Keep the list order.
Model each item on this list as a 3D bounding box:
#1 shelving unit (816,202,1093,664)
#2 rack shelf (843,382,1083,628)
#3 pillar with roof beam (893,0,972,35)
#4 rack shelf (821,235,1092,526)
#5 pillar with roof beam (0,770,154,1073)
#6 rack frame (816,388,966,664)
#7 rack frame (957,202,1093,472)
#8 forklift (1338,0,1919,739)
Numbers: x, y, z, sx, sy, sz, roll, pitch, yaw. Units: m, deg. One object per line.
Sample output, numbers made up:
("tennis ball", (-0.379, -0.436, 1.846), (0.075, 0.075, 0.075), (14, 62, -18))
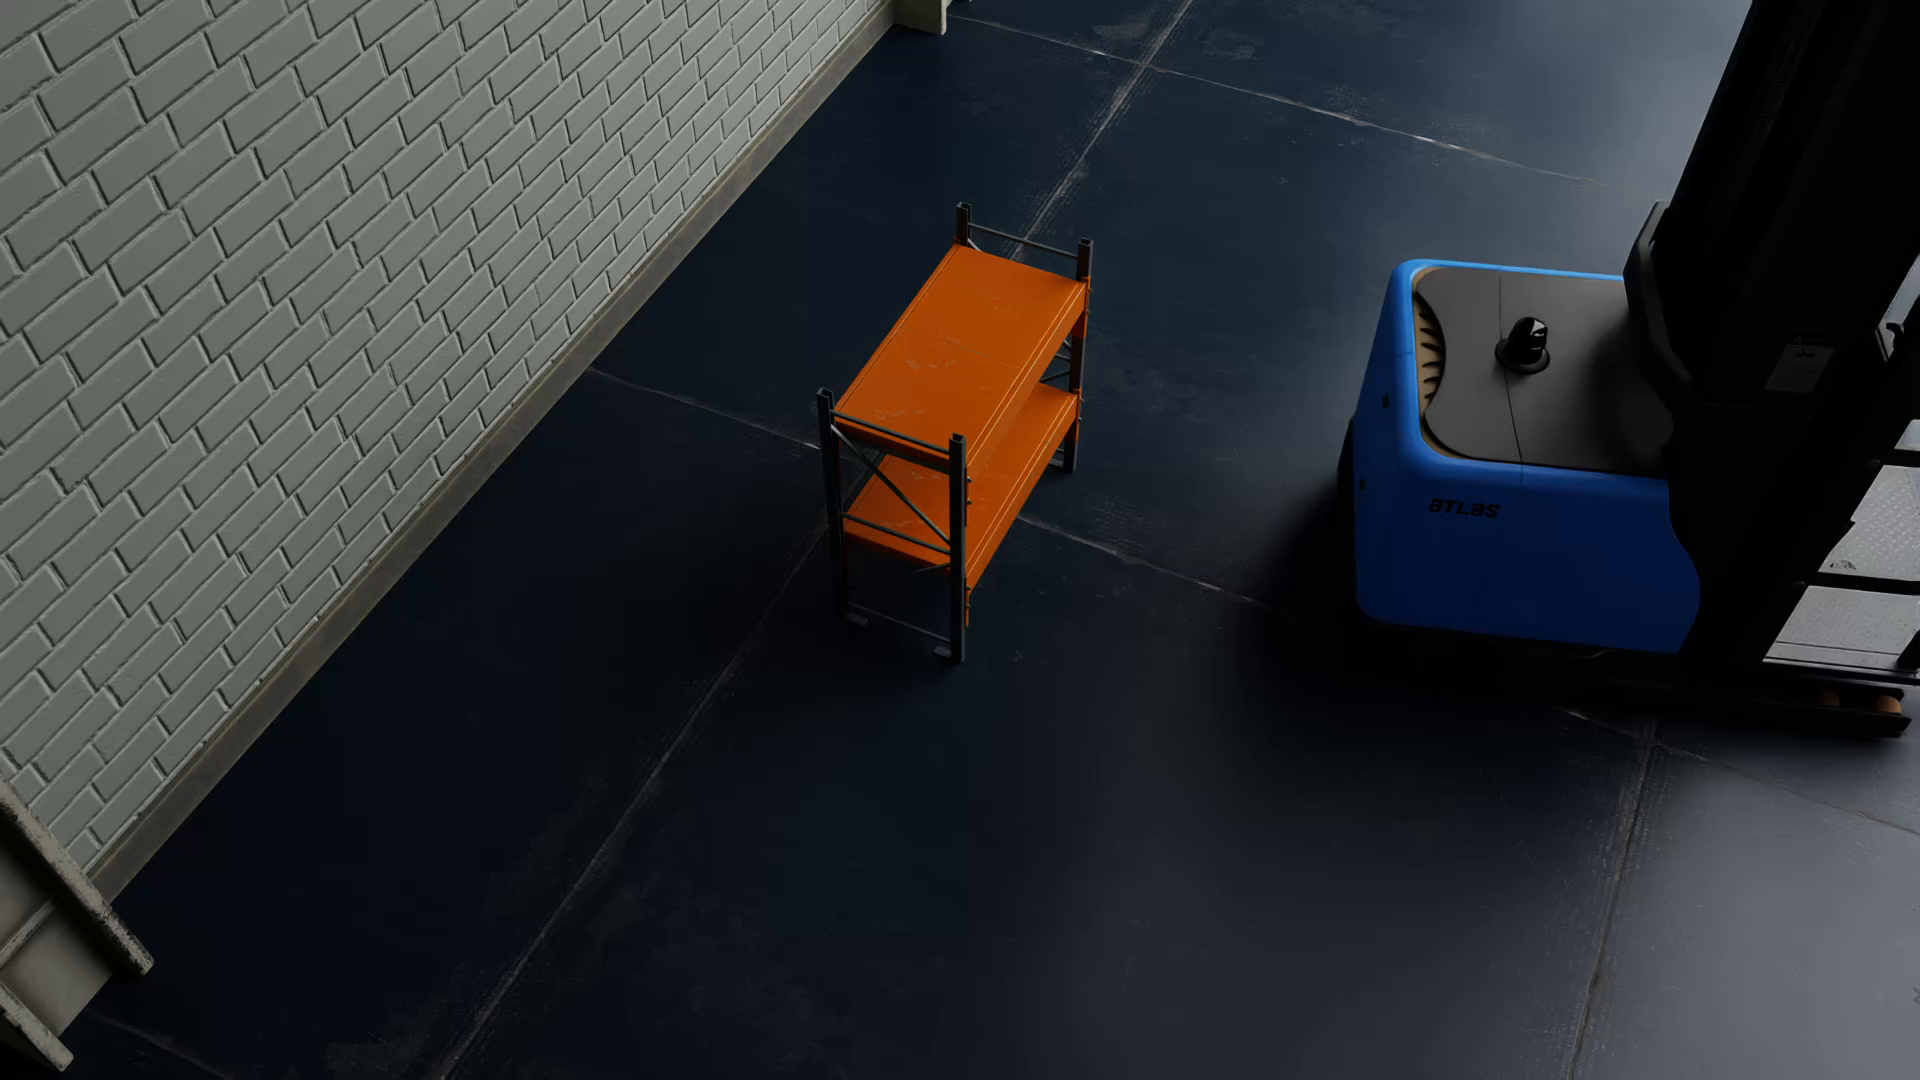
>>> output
("shelving unit", (0.003, -0.369, 5.826), (0.538, 1.125, 1.048), (20, 52, 16))
("rack shelf", (0.003, -0.211, 6.012), (0.538, 0.278, 1.000), (20, 52, 16))
("pillar with roof beam", (3.745, -4.258, 3.965), (9.100, 9.000, 0.400), (20, 52, 16))
("rack shelf", (0.003, -0.559, 5.603), (0.538, 0.278, 1.000), (20, 52, 16))
("pillar with roof beam", (1.182, -0.127, 0.449), (9.100, 9.000, 0.400), (20, 52, 16))
("rack frame", (-0.214, -0.019, 5.528), (0.500, 1.125, 0.032), (20, 52, 16))
("rack frame", (0.220, -0.719, 6.123), (0.500, 1.125, 0.032), (20, 52, 16))
("forklift", (2.896, -0.706, 4.927), (3.031, 2.935, 1.130), (6, 50, 5))
